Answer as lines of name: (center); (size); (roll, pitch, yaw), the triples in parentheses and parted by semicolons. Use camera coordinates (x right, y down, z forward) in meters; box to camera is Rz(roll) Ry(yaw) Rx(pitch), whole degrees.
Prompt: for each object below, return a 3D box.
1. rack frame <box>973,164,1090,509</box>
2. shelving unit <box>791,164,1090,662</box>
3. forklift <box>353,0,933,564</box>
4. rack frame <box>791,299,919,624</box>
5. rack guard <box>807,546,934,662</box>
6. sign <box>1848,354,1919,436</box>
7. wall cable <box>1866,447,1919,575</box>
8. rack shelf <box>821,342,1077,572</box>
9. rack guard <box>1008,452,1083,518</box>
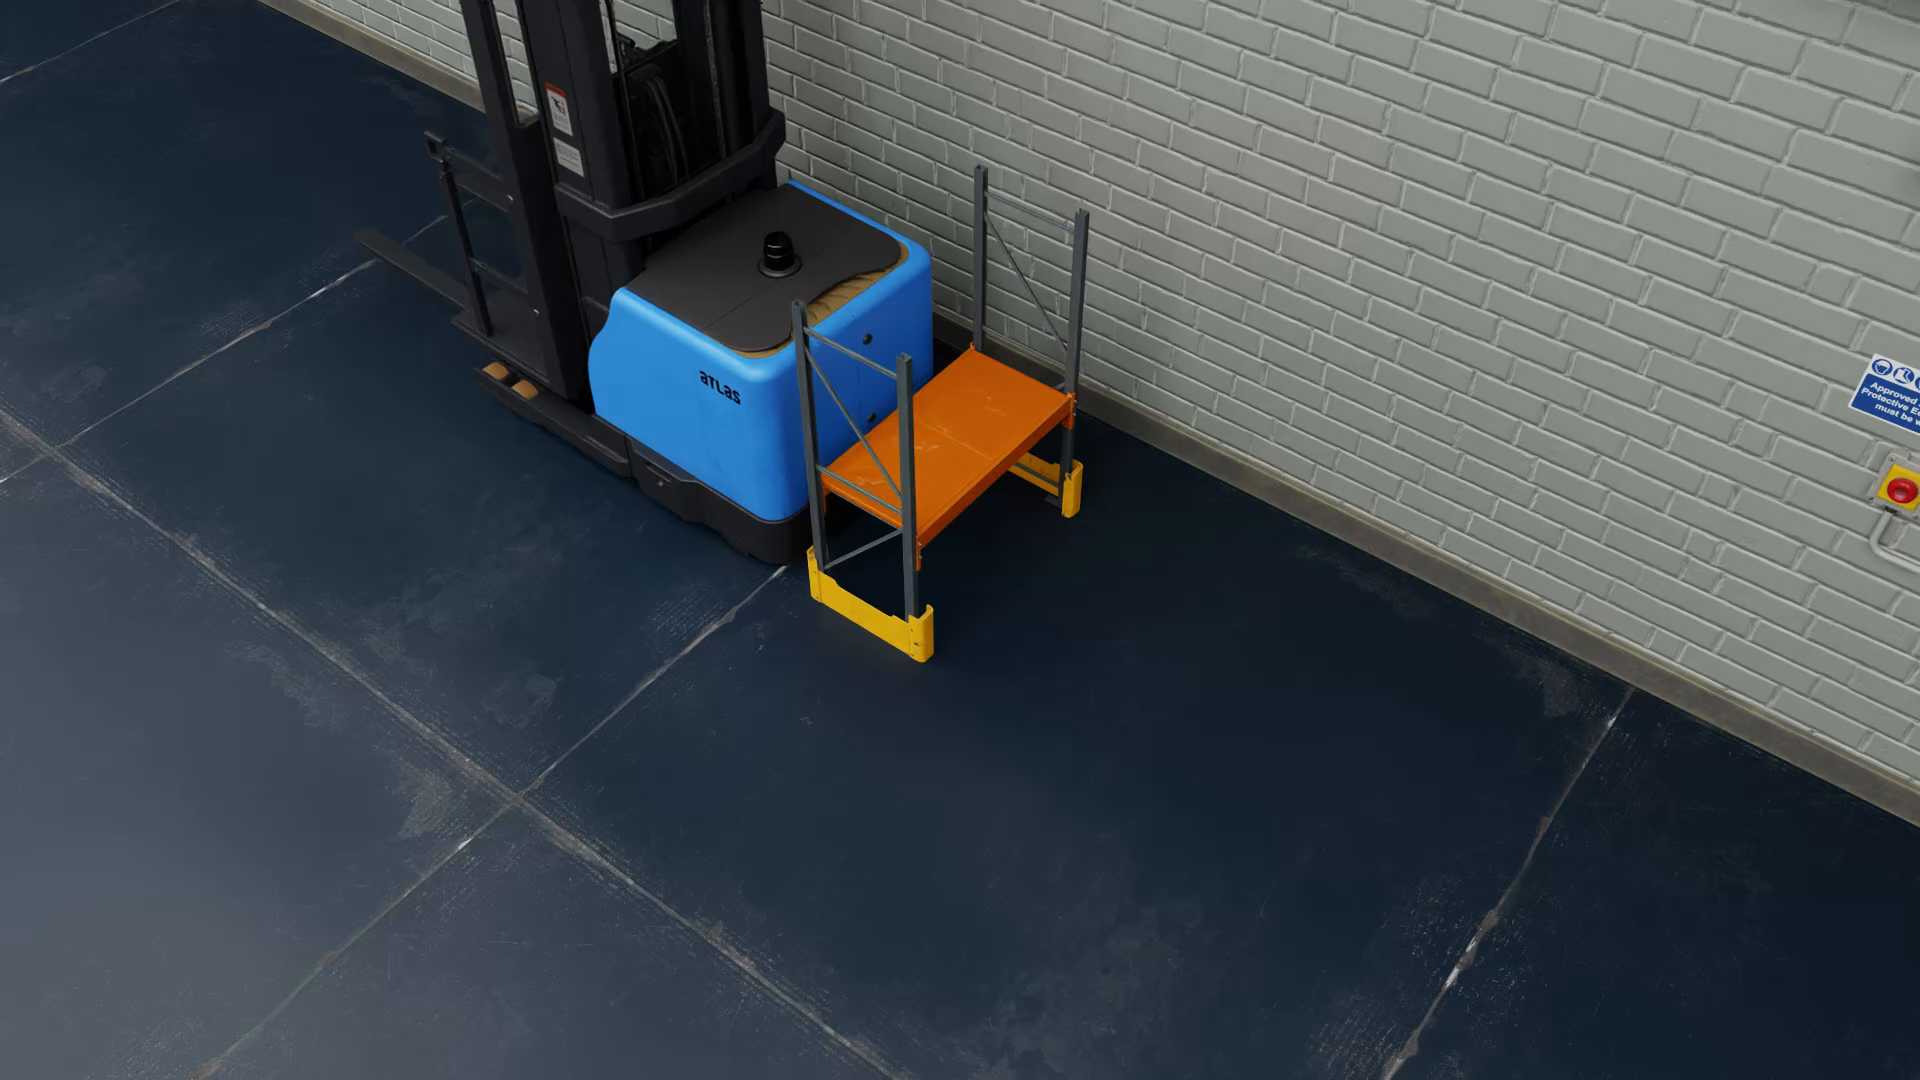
rack frame: (0.259, -0.760, 6.604); (0.500, 1.500, 0.032); (29, 53, 25)
shelving unit: (-0.047, -0.474, 6.331); (0.587, 1.500, 1.083); (29, 53, 25)
forklift: (-1.552, -1.823, 6.629); (3.031, 2.935, 1.130); (31, 54, 26)
rack frame: (-0.363, -0.178, 6.048); (0.500, 1.500, 0.032); (29, 53, 25)
rack guard: (-0.351, 0.242, 6.510); (0.587, 0.250, 0.087); (29, 53, 25)
sign: (2.905, -0.420, 5.055); (0.327, 0.218, 0.001); (29, 53, 25)
wall cable: (2.906, -0.632, 4.720); (0.585, 1.953, 0.123); (29, 53, 25)
rack shelf: (-0.052, -0.345, 6.456); (0.538, 0.185, 1.000); (29, 53, 25)
rack guard: (0.258, -0.328, 7.055); (0.587, 0.250, 0.087); (29, 53, 25)
